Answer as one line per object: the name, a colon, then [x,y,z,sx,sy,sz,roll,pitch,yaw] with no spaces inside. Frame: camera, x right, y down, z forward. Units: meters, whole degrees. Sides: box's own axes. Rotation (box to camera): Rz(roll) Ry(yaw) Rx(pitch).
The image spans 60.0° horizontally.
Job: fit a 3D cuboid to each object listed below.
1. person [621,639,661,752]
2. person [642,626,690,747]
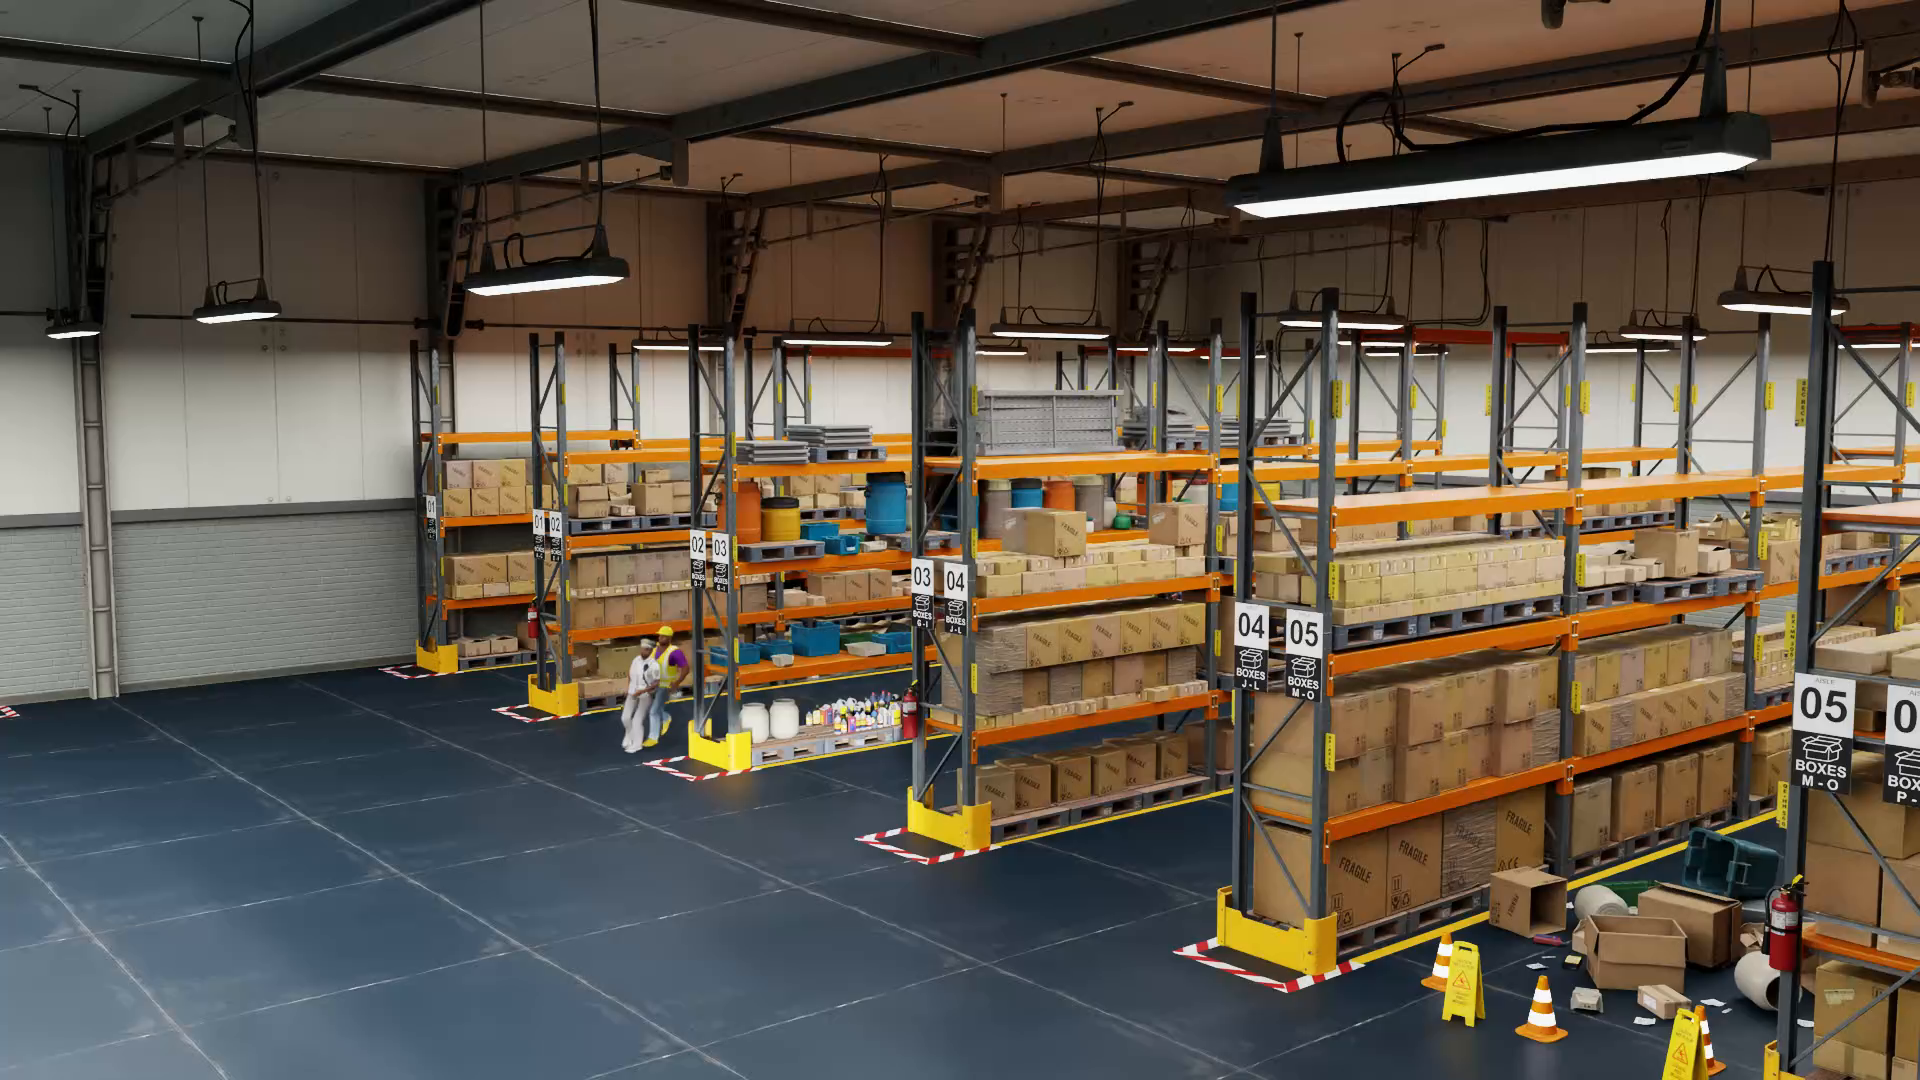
person: [-4.495,2.189,23.309,0.592,1.628,0.570,2,6,16]
person: [-4.230,2.088,23.998,0.751,1.729,0.738,3,6,31]
